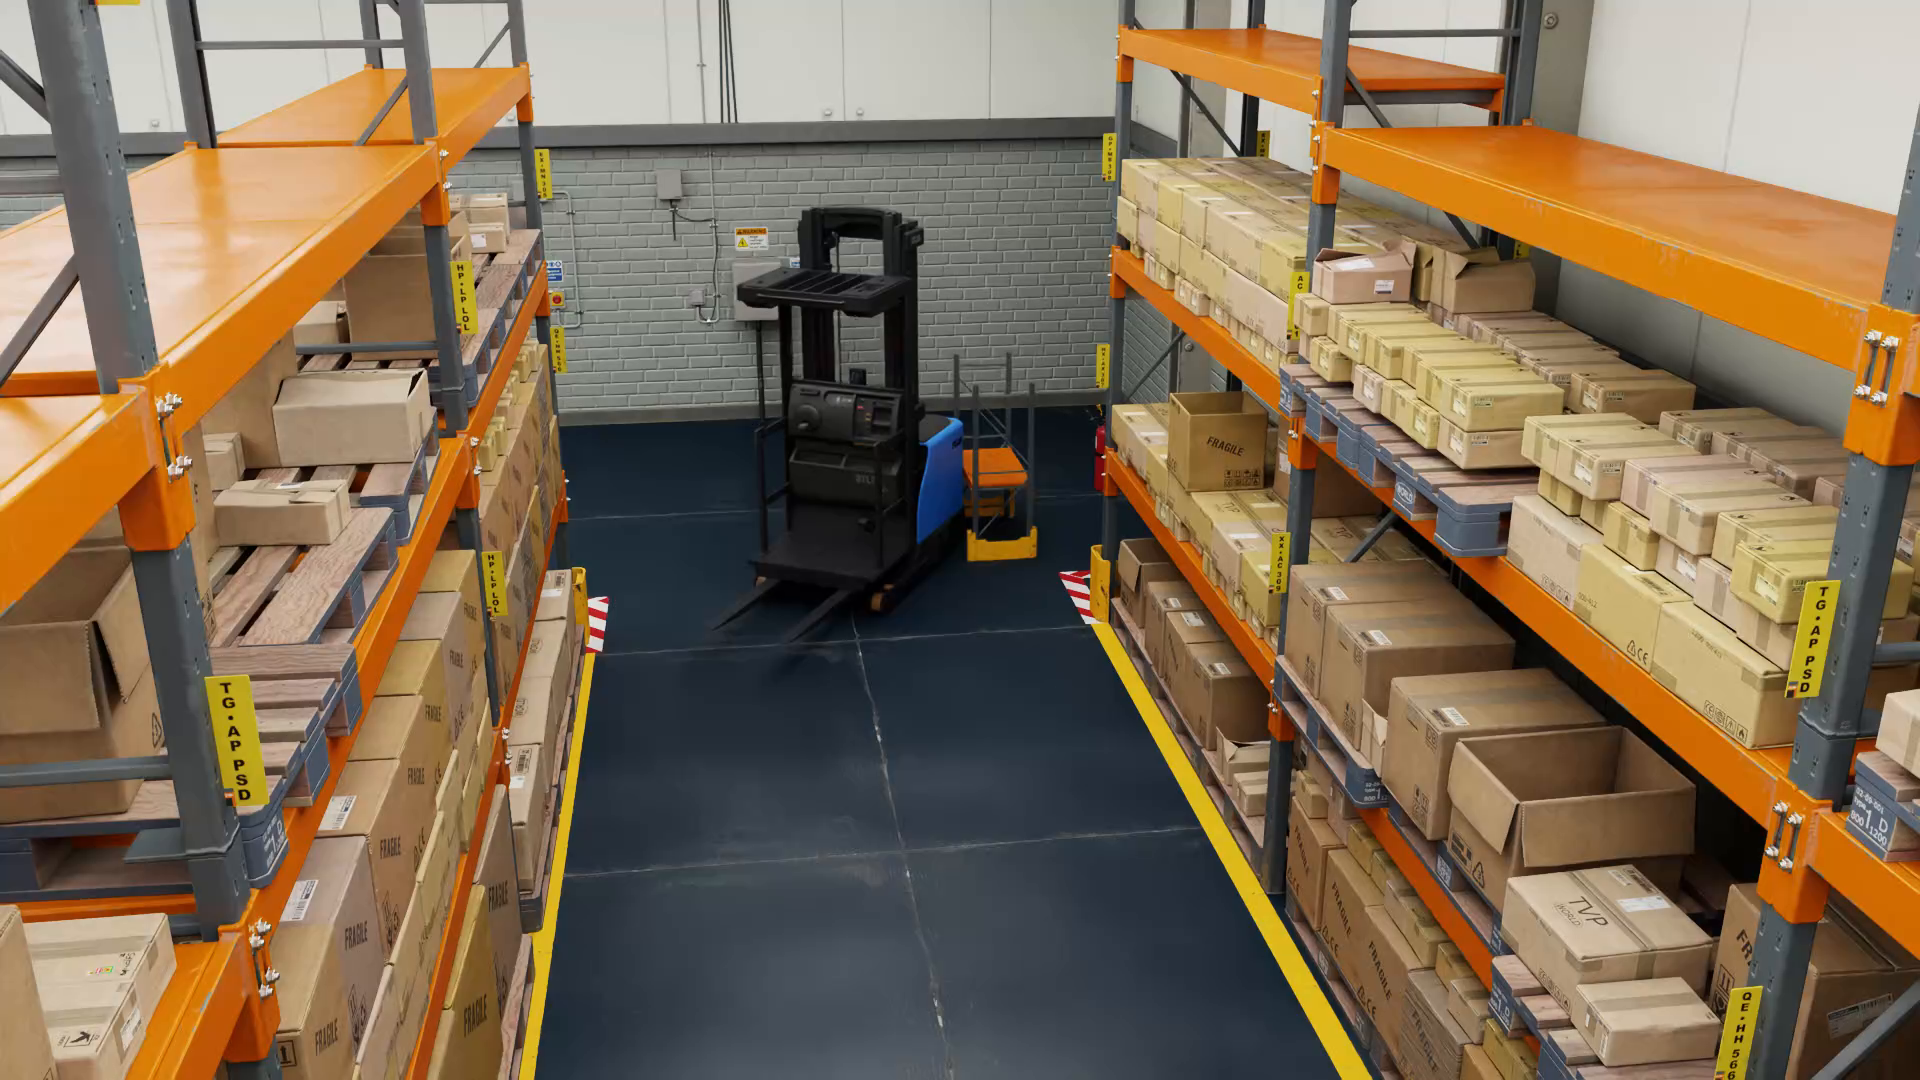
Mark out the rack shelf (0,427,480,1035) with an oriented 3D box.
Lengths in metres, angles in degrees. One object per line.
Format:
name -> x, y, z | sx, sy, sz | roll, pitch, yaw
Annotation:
rack shelf -> -2.461, 0.369, 5.755 | 1.077, 0.370, 4.000 | -3, 21, -8

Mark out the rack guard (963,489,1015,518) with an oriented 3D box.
rack guard -> 0.195, -0.317, 14.780 | 0.587, 0.250, 0.087 | -3, 21, -8

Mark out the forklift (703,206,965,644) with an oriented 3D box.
forklift -> -0.974, -0.972, 12.703 | 1.130, 2.935, 3.031 | 8, 22, 20

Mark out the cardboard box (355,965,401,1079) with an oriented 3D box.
cardboard box -> -2.075, 1.599, 5.221 | 0.500, 0.250, 0.500 | -2, 21, -6

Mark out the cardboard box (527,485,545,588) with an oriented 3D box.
cardboard box -> -2.766, -0.003, 9.868 | 0.500, 0.500, 0.500 | -2, 21, -6

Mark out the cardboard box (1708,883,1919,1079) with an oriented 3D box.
cardboard box -> 2.819, 1.449, 5.381 | 0.500, 0.500, 0.500 | -2, 21, -5

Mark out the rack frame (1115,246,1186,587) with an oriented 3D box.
rack frame -> 1.582, -0.891, 12.390 | 0.949, 2.616, 0.053 | -3, 21, -8

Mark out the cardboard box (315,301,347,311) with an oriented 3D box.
cardboard box -> -3.196, -1.082, 8.230 | 0.380, 0.149, 0.250 | -2, 21, -6

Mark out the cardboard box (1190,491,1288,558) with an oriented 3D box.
cardboard box -> 1.702, -0.086, 10.022 | 0.500, 0.250, 0.500 | -3, 21, -8

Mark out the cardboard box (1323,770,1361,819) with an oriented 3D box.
cardboard box -> 2.035, 1.250, 8.277 | 0.380, 0.149, 0.250 | -4, 21, -10

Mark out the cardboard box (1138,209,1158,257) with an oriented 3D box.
cardboard box -> 1.473, -2.023, 10.923 | 0.500, 0.250, 0.500 | -3, 21, -7

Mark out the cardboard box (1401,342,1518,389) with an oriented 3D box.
cardboard box -> 2.033, -0.699, 6.779 | 0.380, 0.149, 0.250 | -3, 21, -7

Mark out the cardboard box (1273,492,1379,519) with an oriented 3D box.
cardboard box -> 2.206, -0.113, 10.094 | 0.500, 0.250, 0.500 | -2, 21, -7

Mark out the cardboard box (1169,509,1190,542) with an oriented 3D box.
cardboard box -> 1.556, -0.107, 10.650 | 0.380, 0.149, 0.250 | -2, 21, -7

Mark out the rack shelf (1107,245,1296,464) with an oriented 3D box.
rack shelf -> 1.874, -1.267, 10.137 | 1.077, 0.370, 4.000 | -3, 21, -8

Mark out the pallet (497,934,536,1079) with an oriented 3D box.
pallet -> -2.563, 2.315, 7.791 | 1.003, 0.211, 1.213 | -3, 21, -8

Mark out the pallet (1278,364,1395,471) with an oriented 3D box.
pallet -> 2.187, -0.594, 7.576 | 1.213, 0.211, 1.003 | -3, 21, -8

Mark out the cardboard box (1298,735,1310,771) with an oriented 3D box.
cardboard box -> 2.301, 1.316, 9.723 | 0.500, 0.311, 0.500 | -2, 21, -6

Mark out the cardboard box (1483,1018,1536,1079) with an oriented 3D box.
cardboard box -> 2.323, 2.024, 6.629 | 0.380, 0.149, 0.250 | -3, 21, -9

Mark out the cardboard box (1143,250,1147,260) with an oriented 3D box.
cardboard box -> 1.465, -1.967, 11.343 | 0.380, 0.149, 0.250 | -3, 21, -7

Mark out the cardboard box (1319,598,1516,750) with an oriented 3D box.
cardboard box -> 2.085, 0.608, 7.632 | 0.700, 0.500, 0.500 | -3, 21, -7

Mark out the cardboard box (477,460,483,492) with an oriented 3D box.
cardboard box -> -2.591, -0.284, 8.265 | 0.380, 0.149, 0.250 | -3, 21, -7

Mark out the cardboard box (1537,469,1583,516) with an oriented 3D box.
cardboard box -> 2.290, -0.201, 5.898 | 0.380, 0.149, 0.250 | -2, 21, -6

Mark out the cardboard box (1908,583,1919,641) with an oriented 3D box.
cardboard box -> 2.922, 0.218, 4.777 | 0.380, 0.149, 0.250 | -3, 21, -7

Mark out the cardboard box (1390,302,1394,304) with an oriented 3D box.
cardboard box -> 2.371, -1.170, 8.639 | 0.500, 0.250, 0.500 | -3, 21, -9

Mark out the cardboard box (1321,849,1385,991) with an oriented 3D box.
cardboard box -> 2.096, 1.830, 8.075 | 0.500, 0.500, 0.500 | -3, 21, -8

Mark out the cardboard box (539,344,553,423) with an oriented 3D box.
cardboard box -> -3.021, -1.000, 11.109 | 0.500, 0.500, 0.500 | -2, 21, -6

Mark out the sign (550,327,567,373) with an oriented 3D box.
sign -> -2.787, -1.316, 11.533 | 0.100, 0.325, 0.005 | -3, 21, -8

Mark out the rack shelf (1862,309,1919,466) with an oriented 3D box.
rack shelf -> 3.027, 0.285, 2.266 | 1.077, 0.370, 4.000 | -3, 21, -8

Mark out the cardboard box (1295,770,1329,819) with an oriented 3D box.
cardboard box -> 1.950, 1.301, 8.564 | 0.380, 0.149, 0.250 | -2, 21, -5

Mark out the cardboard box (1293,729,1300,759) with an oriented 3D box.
cardboard box -> 2.238, 1.241, 10.154 | 0.380, 0.149, 0.250 | -3, 21, -8

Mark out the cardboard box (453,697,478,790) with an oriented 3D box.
cardboard box -> -2.366, 0.894, 7.109 | 0.500, 0.250, 0.500 | -2, 21, -6

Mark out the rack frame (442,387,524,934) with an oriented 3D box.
rack frame -> -2.749, 0.745, 8.008 | 1.000, 3.000, 0.127 | -3, 21, -8

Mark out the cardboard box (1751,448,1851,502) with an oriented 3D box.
cardboard box -> 2.828, -0.189, 5.442 | 0.380, 0.149, 0.250 | -2, 21, -6

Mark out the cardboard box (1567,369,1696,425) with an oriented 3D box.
cardboard box -> 2.569, -0.547, 6.371 | 0.380, 0.149, 0.250 | -2, 21, -6

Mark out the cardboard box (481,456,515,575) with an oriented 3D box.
cardboard box -> -2.645, -0.122, 8.759 | 0.500, 0.500, 0.500 | -3, 21, -8

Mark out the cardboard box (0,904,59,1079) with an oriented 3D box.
cardboard box -> -2.046, 1.007, 2.878 | 0.700, 0.500, 0.500 | -3, 21, -8

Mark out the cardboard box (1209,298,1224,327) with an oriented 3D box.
cardboard box -> 1.673, -1.348, 9.685 | 0.380, 0.149, 0.250 | -3, 21, -7

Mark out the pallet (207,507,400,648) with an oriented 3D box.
pallet -> -2.482, 0.206, 5.434 | 1.003, 0.211, 1.213 | -2, 21, -5

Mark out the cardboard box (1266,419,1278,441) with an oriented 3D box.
cardboard box -> 1.987, -0.636, 11.495 | 0.500, 0.250, 0.500 | -3, 21, -8

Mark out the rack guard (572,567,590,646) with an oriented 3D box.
rack guard -> -3.329, 0.523, 12.176 | 1.175, 0.500, 0.348 | -3, 21, -8

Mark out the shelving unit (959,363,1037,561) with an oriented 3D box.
shelving unit -> 0.273, -0.730, 14.101 | 0.587, 1.500, 1.083 | -3, 21, -8

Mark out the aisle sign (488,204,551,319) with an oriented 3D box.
aisle sign -> -3.029, -1.898, 11.370 | 0.394, 0.787, 0.004 | -3, 21, -8

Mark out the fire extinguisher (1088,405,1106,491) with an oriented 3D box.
fire extinguisher -> 1.107, -0.708, 12.543 | 0.296, 0.674, 0.183 | -3, 21, -8

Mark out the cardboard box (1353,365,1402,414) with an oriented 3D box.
cardboard box -> 1.900, -0.648, 7.067 | 0.380, 0.149, 0.250 | -3, 21, -7

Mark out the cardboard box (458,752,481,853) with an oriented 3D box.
cardboard box -> -2.363, 1.134, 7.180 | 0.500, 0.250, 0.500 | -3, 21, -9

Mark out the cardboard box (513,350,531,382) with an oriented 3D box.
cardboard box -> -2.899, -1.084, 10.406 | 0.380, 0.149, 0.250 | -2, 21, -7

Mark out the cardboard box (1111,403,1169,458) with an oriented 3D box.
cardboard box -> 1.384, -0.790, 11.907 | 0.500, 0.250, 0.500 | -3, 21, -7

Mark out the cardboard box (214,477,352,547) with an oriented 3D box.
cardboard box -> -2.328, -0.100, 5.718 | 0.380, 0.166, 0.250 | -1, 21, -3

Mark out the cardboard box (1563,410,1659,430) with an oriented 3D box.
cardboard box -> 2.550, -0.404, 6.413 | 0.380, 0.149, 0.250 | -3, 21, -7

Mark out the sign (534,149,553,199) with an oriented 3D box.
sign -> -2.787, -2.445, 11.111 | 0.100, 0.325, 0.005 | -3, 21, -8

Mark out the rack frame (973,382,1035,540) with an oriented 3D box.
rack frame -> 0.354, -0.551, 13.622 | 0.500, 1.500, 0.032 | -3, 21, -8

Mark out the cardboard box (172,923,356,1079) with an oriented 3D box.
cardboard box -> -2.002, 1.432, 4.598 | 0.500, 0.500, 0.500 | -4, 21, -10

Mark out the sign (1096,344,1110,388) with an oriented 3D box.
sign -> 1.049, -1.270, 12.165 | 0.100, 0.325, 0.005 | -3, 21, -8

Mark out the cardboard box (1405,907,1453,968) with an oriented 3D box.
cardboard box -> 2.201, 1.750, 7.362 | 0.380, 0.149, 0.250 | -2, 21, -6

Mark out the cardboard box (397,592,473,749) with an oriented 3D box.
cardboard box -> -2.354, 0.551, 6.957 | 0.500, 0.500, 0.500 | -3, 21, -7

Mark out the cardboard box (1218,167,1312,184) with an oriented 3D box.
cardboard box -> 2.000, -2.280, 10.895 | 0.500, 0.250, 0.500 | -4, 21, -9

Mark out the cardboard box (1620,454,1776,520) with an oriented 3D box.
cardboard box -> 2.380, -0.163, 5.372 | 0.380, 0.149, 0.250 | -3, 21, -9

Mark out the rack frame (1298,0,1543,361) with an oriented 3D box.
rack frame -> 2.162, -2.317, 7.632 | 1.000, 3.000, 0.127 | -3, 21, -8
